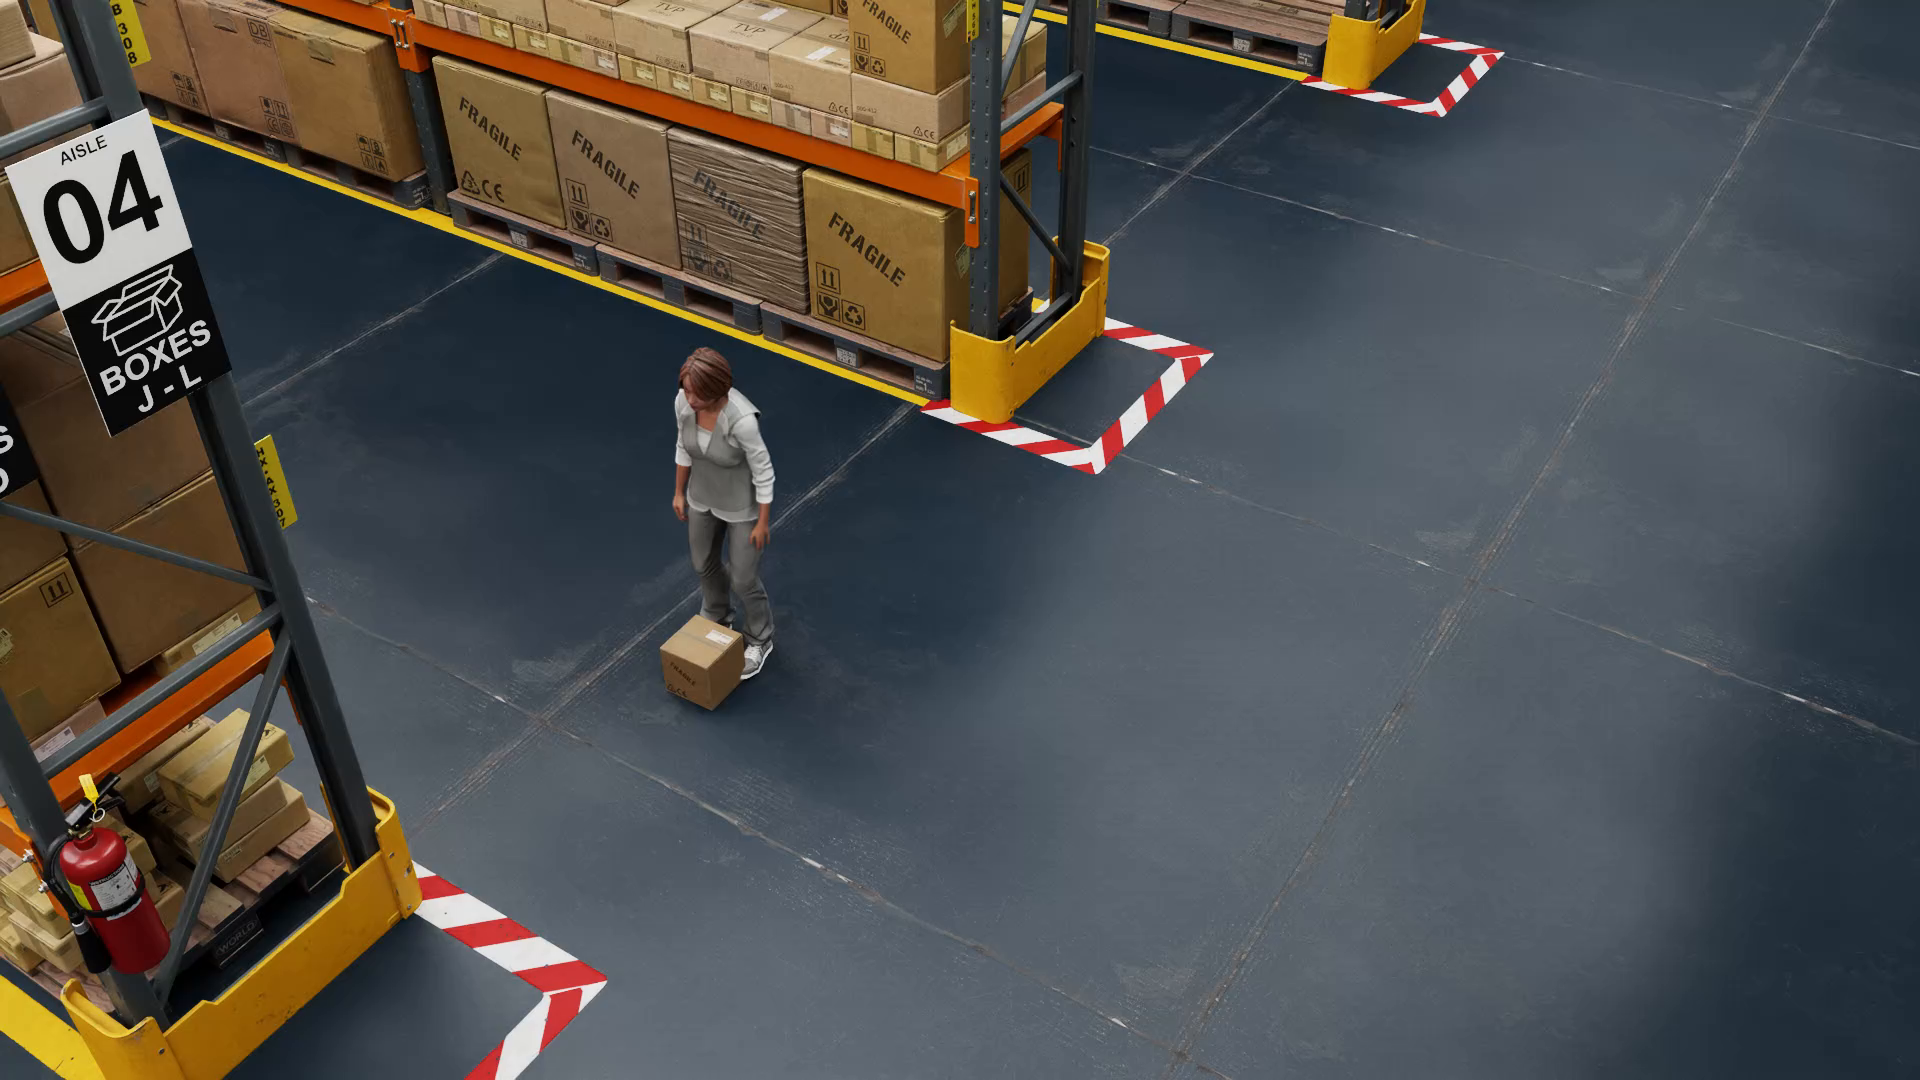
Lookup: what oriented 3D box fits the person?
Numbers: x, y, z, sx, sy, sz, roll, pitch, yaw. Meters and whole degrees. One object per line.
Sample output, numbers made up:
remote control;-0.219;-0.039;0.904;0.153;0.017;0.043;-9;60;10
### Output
person;-0.968;-0.126;6.851;0.483;1.582;0.340;20;43;23
